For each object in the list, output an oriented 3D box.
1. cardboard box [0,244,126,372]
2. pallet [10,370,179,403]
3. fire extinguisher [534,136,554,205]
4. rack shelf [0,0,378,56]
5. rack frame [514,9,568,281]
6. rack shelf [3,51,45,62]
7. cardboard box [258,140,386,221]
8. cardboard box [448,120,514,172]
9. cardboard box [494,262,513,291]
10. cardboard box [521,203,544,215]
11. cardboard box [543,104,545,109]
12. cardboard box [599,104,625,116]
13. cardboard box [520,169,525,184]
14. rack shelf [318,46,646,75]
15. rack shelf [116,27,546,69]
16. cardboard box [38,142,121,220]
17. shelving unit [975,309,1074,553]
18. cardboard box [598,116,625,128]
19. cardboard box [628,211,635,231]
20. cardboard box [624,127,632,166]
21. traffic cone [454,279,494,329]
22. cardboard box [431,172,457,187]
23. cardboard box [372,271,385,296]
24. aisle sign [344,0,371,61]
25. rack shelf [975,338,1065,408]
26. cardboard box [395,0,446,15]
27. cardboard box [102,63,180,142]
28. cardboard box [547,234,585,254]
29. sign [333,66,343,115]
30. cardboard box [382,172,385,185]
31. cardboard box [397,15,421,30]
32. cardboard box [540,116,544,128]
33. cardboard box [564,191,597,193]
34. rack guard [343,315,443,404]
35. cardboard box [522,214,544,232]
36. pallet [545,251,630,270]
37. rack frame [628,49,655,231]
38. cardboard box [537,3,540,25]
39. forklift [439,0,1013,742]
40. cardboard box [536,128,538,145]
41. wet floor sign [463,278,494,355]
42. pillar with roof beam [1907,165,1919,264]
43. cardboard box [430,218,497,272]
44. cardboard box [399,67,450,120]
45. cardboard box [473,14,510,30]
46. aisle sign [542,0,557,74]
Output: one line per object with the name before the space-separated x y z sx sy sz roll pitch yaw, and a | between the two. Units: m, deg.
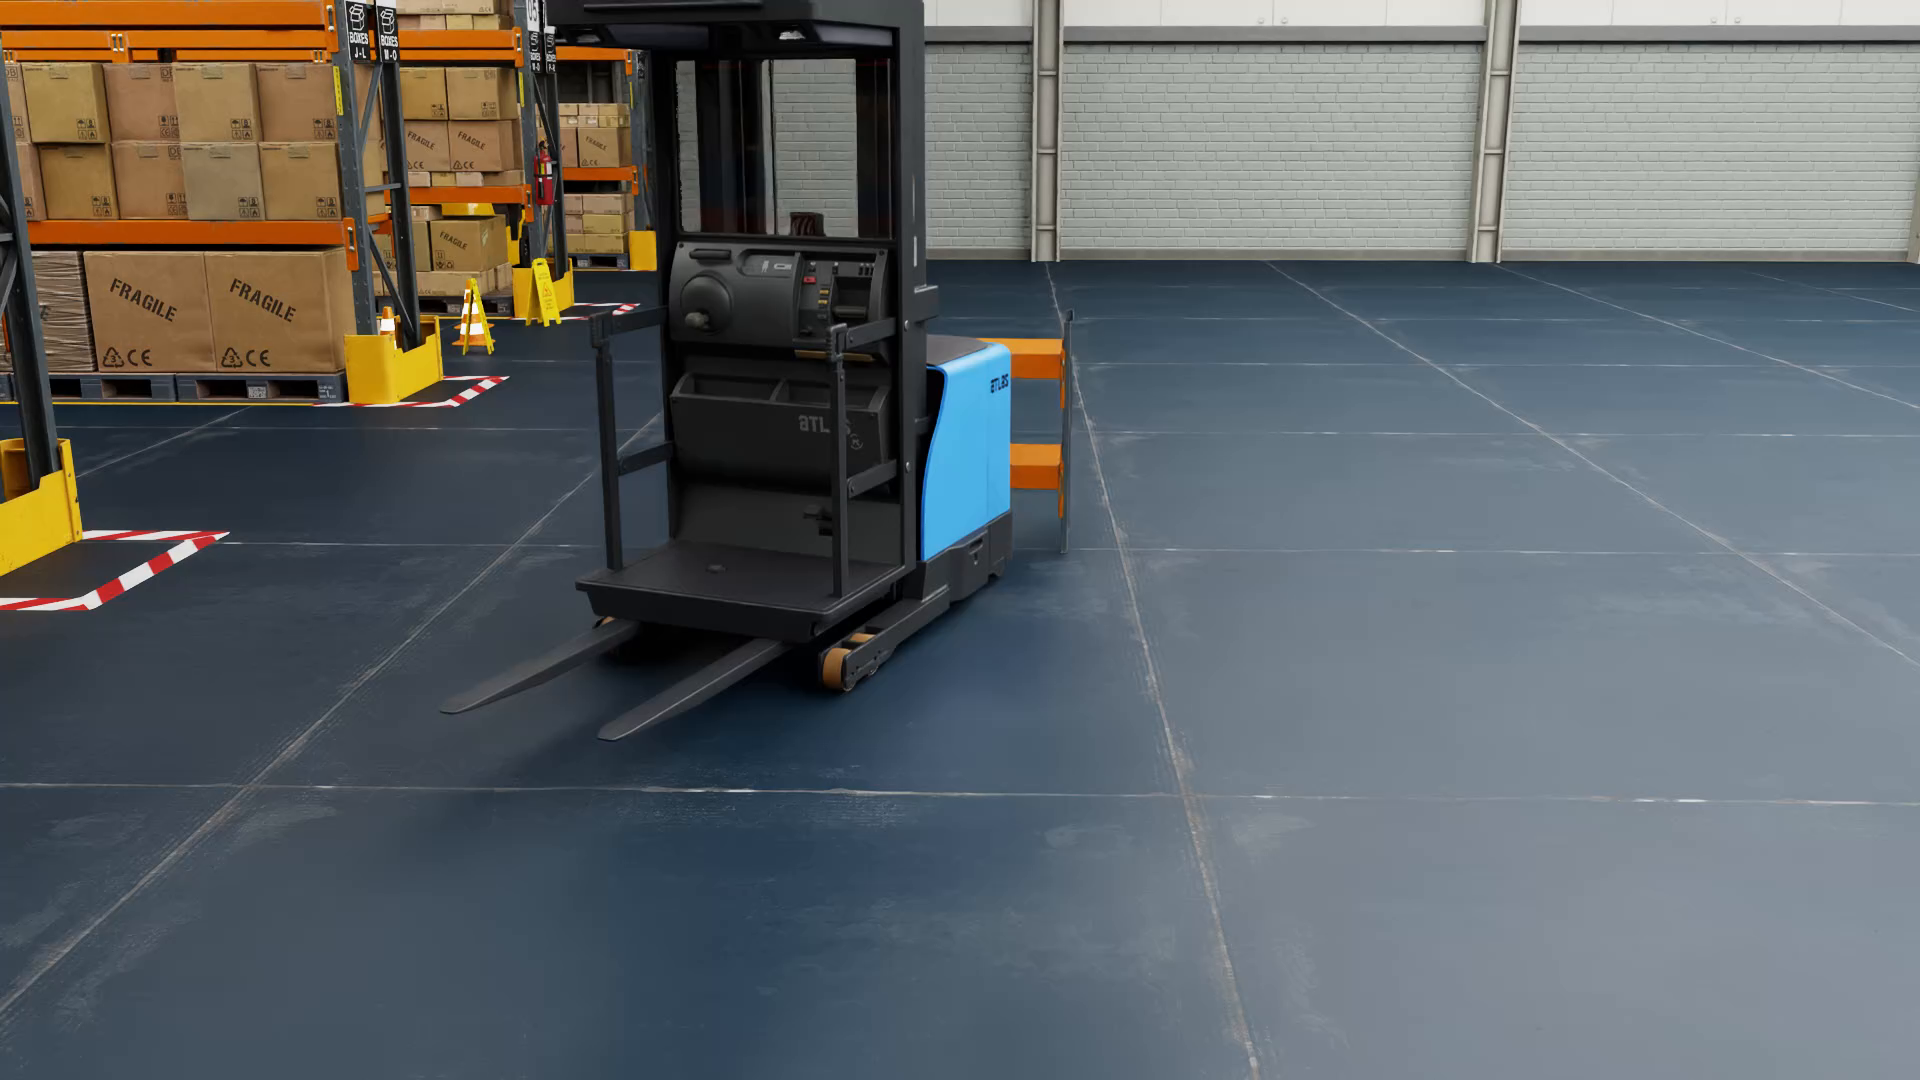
cardboard box | -6.765 -1.761 12.478 0.875 0.875 0.875 0 15 2
pallet | -6.313 -1.232 12.596 1.213 0.211 1.003 0 15 1
fire extinguisher | -4.167 -3.694 16.612 0.183 0.674 0.296 0 15 1
rack shelf | -6.294 -3.702 12.022 4.000 0.370 1.077 0 15 1
rack frame | -4.269 -3.850 17.051 0.127 3.000 1.000 0 15 1
rack shelf | -14.143 -6.283 21.805 4.000 0.370 1.077 0 15 1
cardboard box | -4.667 -2.650 12.210 0.550 0.550 0.875 0 15 1
cardboard box | -4.819 -3.975 16.747 0.500 0.500 0.500 0 15 0
cardboard box | -5.069 -2.799 17.635 0.500 0.250 0.500 0 15 1
cardboard box | -5.630 -4.398 21.738 0.500 0.250 0.500 1 15 2
cardboard box | -5.266 -5.579 21.555 0.250 0.149 0.380 0 15 2
cardboard box | -4.510 -5.570 21.521 0.250 0.149 0.380 0 15 2
cardboard box | -4.604 -3.783 17.291 0.250 0.149 0.380 0 15 2
rack shelf | -6.146 -6.231 21.607 4.000 0.370 1.077 0 15 1
rack shelf | -6.269 -4.965 16.809 4.000 0.370 1.077 0 15 1
cardboard box | -6.305 -2.677 12.311 0.500 0.550 0.875 0 15 1
shelving unit | 0.022 -0.554 8.235 1.048 1.125 0.538 1 15 5
cardboard box | -4.500 -5.408 21.491 0.250 0.149 0.380 1 15 2
cardboard box | -4.611 -4.287 22.295 0.500 0.250 0.500 1 15 2
cardboard box | -4.635 -5.238 22.117 0.500 0.500 0.500 1 15 3
traffic cone | -4.732 -2.297 16.138 0.334 0.463 0.336 0 15 1
cardboard box | -5.161 -3.656 16.811 0.250 0.149 0.380 0 15 0
cardboard box | -6.125 -2.667 17.136 0.500 0.250 0.500 0 15 -1
aisle sign | -4.232 -3.767 11.640 0.004 0.787 0.394 0 15 1
rack shelf | 0.022 -0.837 8.161 1.000 0.278 0.538 1 15 5
cardboard box | -5.290 -5.313 16.428 0.500 0.250 0.500 0 15 1
cardboard box | -5.773 -3.212 12.223 0.550 0.550 0.875 0 15 1
cardboard box | -5.121 -3.917 21.874 0.500 0.250 0.500 0 15 1
sign | -4.323 -3.123 11.562 0.005 0.325 0.100 0 15 1
cardboard box | -5.929 -3.666 16.849 0.250 0.149 0.380 0 15 1
cardboard box | -5.399 -5.132 16.523 0.250 0.149 0.380 0 15 2
cardboard box | -5.262 -5.424 21.551 0.250 0.149 0.380 0 15 1
cardboard box | -5.122 -4.526 22.222 0.500 0.250 0.500 0 15 2
rack guard | -4.271 -1.378 12.582 0.348 0.500 1.175 0 15 1
cardboard box | -5.659 -4.158 21.807 0.500 0.250 0.500 0 15 0
pallet | -4.912 -3.761 22.183 1.213 0.211 1.003 0 15 1
rack frame | -4.146 -5.115 21.849 0.127 3.000 1.000 0 15 1
cardboard box | -5.236 -6.682 21.150 0.258 0.266 0.396 0 15 2
forklift | -0.793 -0.973 6.282 1.130 2.935 3.031 6 16 22
cardboard box | -5.676 -5.109 21.629 0.500 0.500 0.500 0 15 0
wet floor sign | -4.215 -1.953 14.477 0.232 0.644 0.267 -2 15 -8
pillar with roof beam | 13.065 -7.035 17.366 0.400 9.000 9.100 0 15 1
cardboard box | -5.077 -3.024 17.020 0.500 0.500 0.500 0 15 2
cardboard box | -5.291 -4.478 16.694 0.500 0.500 0.700 1 15 2
cardboard box | -4.633 -5.109 16.439 0.250 0.149 0.380 0 15 2
aisle sign | -4.200 -5.185 17.017 0.004 0.787 0.394 0 15 1
